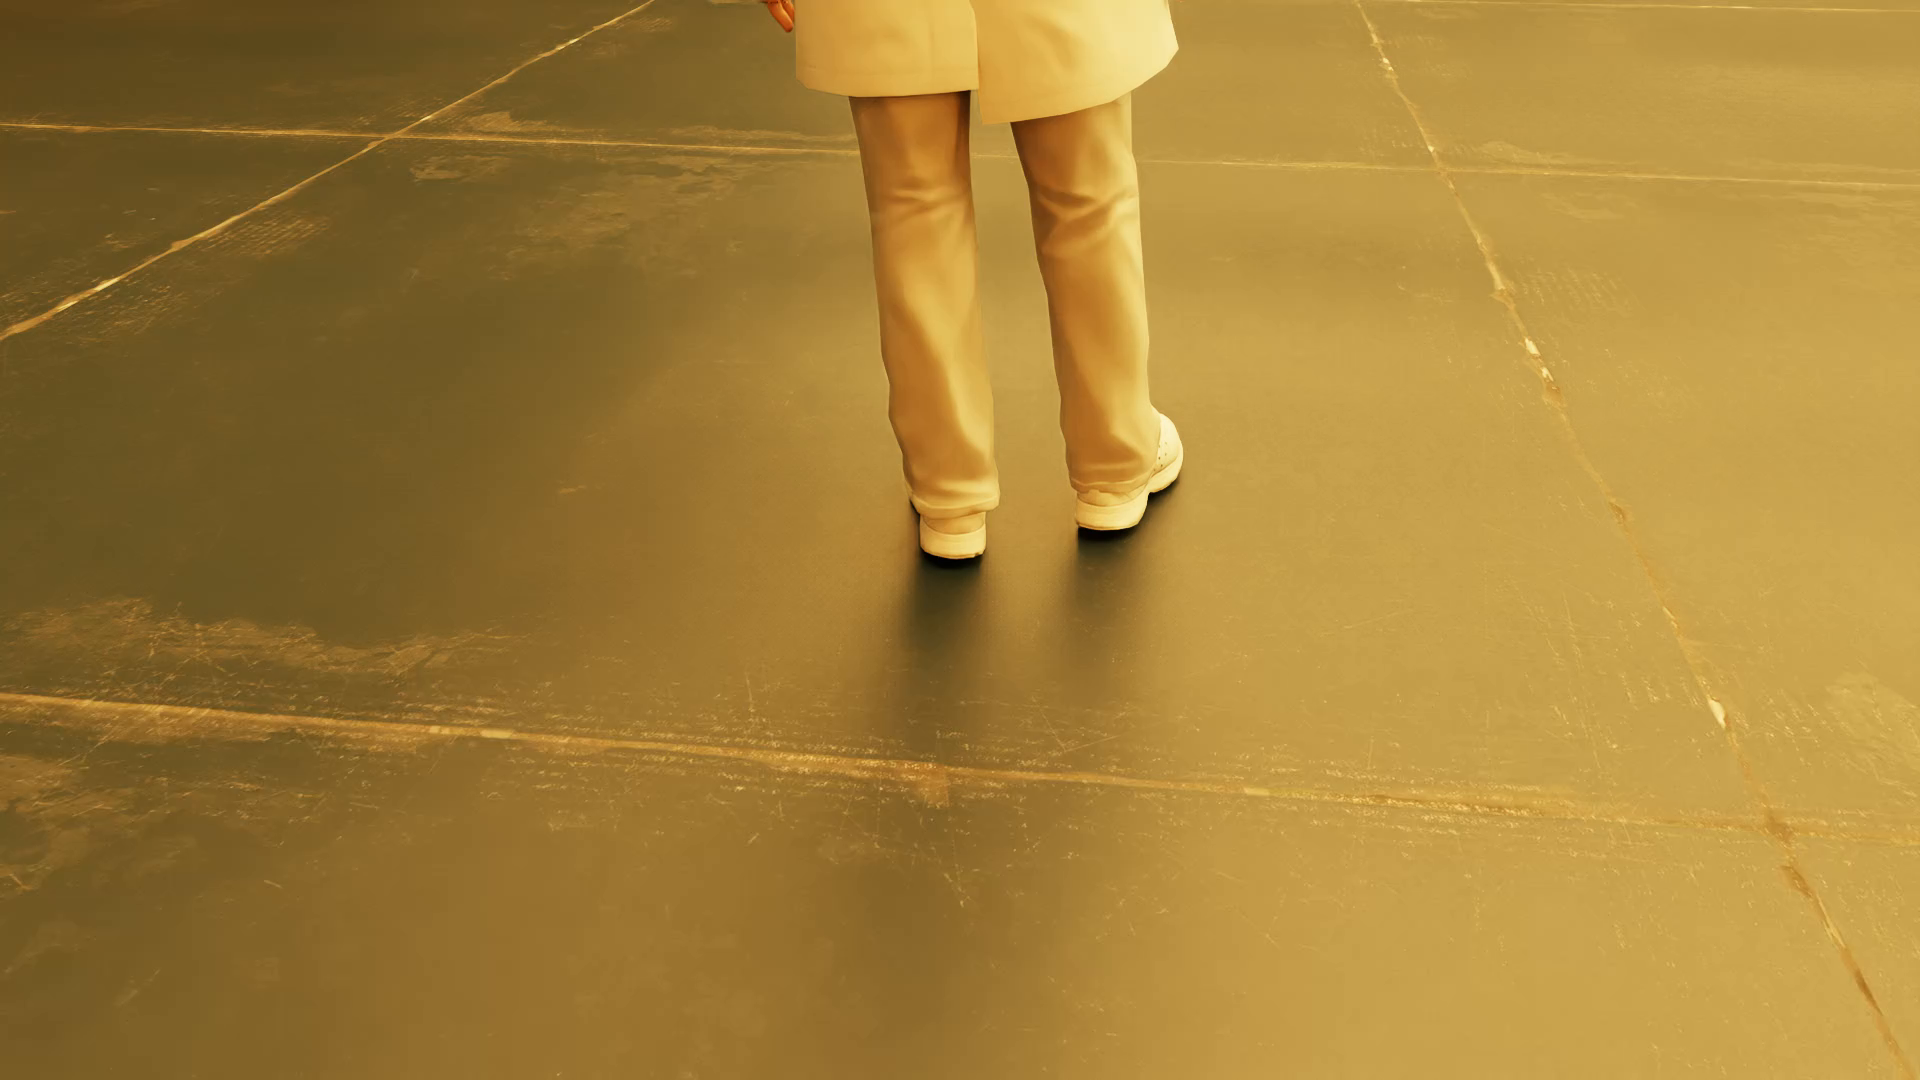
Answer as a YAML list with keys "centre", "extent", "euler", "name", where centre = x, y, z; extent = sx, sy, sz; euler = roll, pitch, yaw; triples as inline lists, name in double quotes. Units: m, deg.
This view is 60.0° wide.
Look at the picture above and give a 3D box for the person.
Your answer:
- centre: [0.017, -0.841, 2.180]
  extent: [0.694, 1.775, 0.581]
  euler: [3, 27, 7]
  name: "person"
